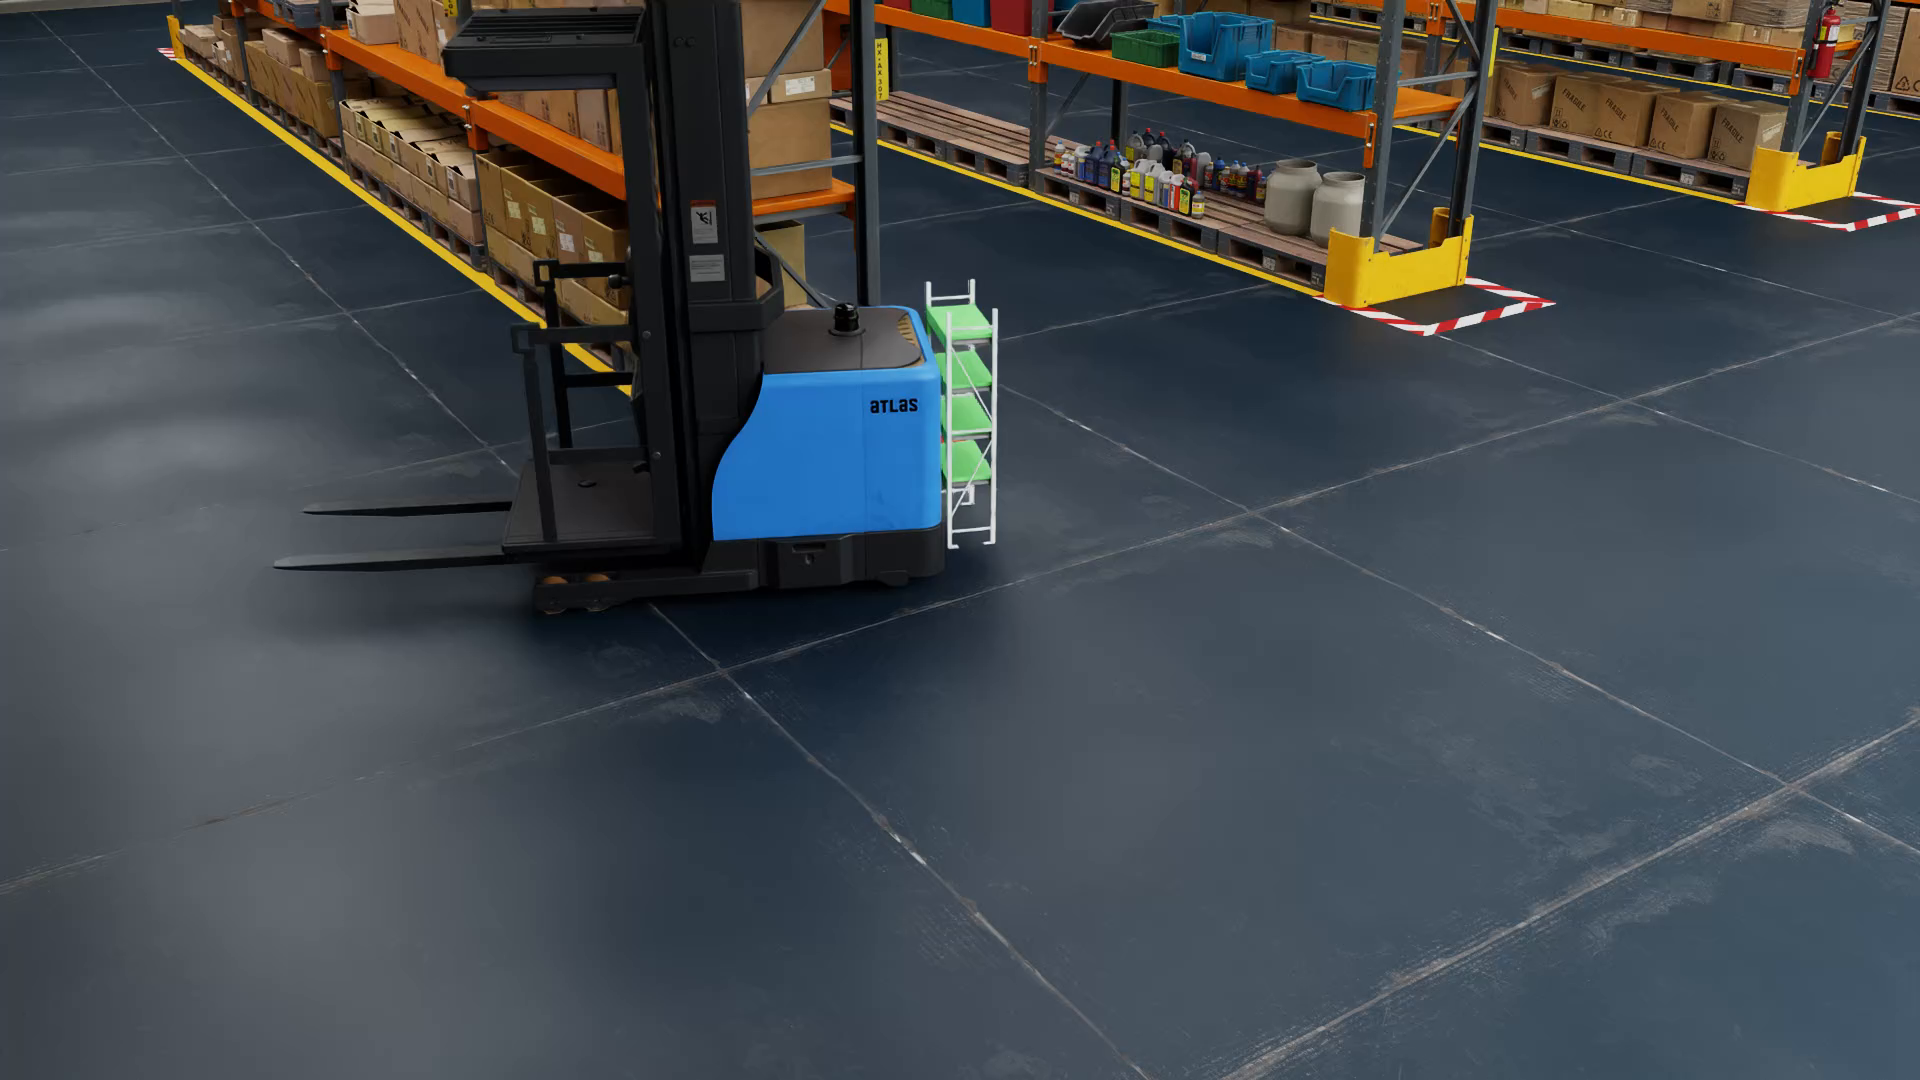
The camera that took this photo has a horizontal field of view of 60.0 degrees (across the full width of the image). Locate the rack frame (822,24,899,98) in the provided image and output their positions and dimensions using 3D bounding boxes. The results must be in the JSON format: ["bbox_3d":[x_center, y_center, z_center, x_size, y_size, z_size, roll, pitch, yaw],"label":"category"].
[{"bbox_3d":[-1.119,-6.020,17.489,1.000,3.000,0.127,-16,29,-30],"label":"rack frame"}]

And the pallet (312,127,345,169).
[{"bbox_3d":[-5.647,-3.882,16.226,1.003,0.211,1.213,-16,29,-30],"label":"pallet"}]

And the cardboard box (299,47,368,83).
[{"bbox_3d":[-6.013,-4.574,15.960,0.500,0.250,0.500,-14,29,-28],"label":"cardboard box"}]

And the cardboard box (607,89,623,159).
[{"bbox_3d":[-1.705,-2.587,10.098,0.700,0.500,0.500,-15,29,-29],"label":"cardboard box"}]

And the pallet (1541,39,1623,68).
[{"bbox_3d":[8.270,-6.298,21.343,1.003,0.211,1.213,-16,29,-30],"label":"pallet"}]

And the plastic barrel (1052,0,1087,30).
[{"bbox_3d":[1.107,-5.025,14.794,0.600,0.901,0.708,-16,29,-30],"label":"plastic barrel"}]

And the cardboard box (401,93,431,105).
[{"bbox_3d":[-4.779,-3.937,15.149,0.500,0.311,0.500,-15,29,-28],"label":"cardboard box"}]

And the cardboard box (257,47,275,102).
[{"bbox_3d":[-7.095,-4.949,17.631,0.500,0.500,0.500,-15,29,-29],"label":"cardboard box"}]

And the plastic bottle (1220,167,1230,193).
[{"bbox_3d":[2.223,-3.007,13.869,0.097,0.201,0.097,0,25,0],"label":"plastic bottle"}]

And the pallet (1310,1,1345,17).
[{"bbox_3d":[5.484,-8.186,25.343,1.003,0.211,1.213,-16,29,-30],"label":"pallet"}]

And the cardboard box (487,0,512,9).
[{"bbox_3d":[-2.840,-3.911,11.385,0.700,0.500,0.500,-15,29,-29],"label":"cardboard box"}]

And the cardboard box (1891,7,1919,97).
[{"bbox_3d":[10.701,-5.203,17.755,0.875,0.875,0.875,-16,30,-30],"label":"cardboard box"}]

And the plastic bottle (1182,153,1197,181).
[{"bbox_3d":[1.935,-3.129,14.030,0.061,0.283,0.133,-16,29,-30],"label":"plastic bottle"}]

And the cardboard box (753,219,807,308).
[{"bbox_3d":[-1.285,-1.713,10.216,0.500,0.500,0.500,-16,29,-30],"label":"cardboard box"}]

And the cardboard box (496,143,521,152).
[{"bbox_3d":[-3.374,-3.023,13.211,0.500,0.311,0.500,-16,30,-30],"label":"cardboard box"}]

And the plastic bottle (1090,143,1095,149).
[{"bbox_3d":[1.159,-3.260,14.308,0.061,0.283,0.133,-16,29,-30],"label":"plastic bottle"}]

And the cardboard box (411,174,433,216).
[{"bbox_3d":[-4.112,-2.828,13.456,0.500,0.250,0.500,-15,29,-28],"label":"cardboard box"}]

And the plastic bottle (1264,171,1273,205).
[{"bbox_3d":[2.519,-2.845,13.444,0.097,0.271,0.097,0,25,0],"label":"plastic bottle"}]

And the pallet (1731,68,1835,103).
[{"bbox_3d":[9.775,-5.312,19.256,1.003,0.211,1.213,-16,29,-30],"label":"pallet"}]

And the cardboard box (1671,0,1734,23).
[{"bbox_3d":[6.747,-4.847,14.538,0.875,0.500,0.500,-16,29,-30],"label":"cardboard box"}]

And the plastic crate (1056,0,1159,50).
[{"bbox_3d":[1.243,-4.345,14.012,0.767,0.338,0.504,-16,29,-30],"label":"plastic crate"}]

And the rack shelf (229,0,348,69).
[{"bbox_3d":[-6.363,-5.257,16.715,1.077,0.370,4.000,-16,29,-30],"label":"rack shelf"}]

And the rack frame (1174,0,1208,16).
[{"bbox_3d":[3.030,-7.174,19.934,1.000,3.000,0.127,-16,29,-30],"label":"rack frame"}]

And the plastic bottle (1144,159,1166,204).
[{"bbox_3d":[1.594,-2.919,13.507,0.144,0.351,0.185,-14,29,-27],"label":"plastic bottle"}]

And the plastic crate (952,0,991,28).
[{"bbox_3d":[0.201,-4.904,15.144,0.392,0.384,0.575,-16,29,-30],"label":"plastic crate"}]

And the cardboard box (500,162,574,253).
[{"bbox_3d":[-2.818,-2.306,11.472,0.500,0.500,0.500,-16,29,-30],"label":"cardboard box"}]

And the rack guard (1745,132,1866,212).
[{"bbox_3d":[7.356,-3.210,14.464,1.175,0.500,0.348,-16,29,-30],"label":"rack guard"}]

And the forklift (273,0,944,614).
[{"bbox_3d":[-1.632,-1.230,7.423,3.031,2.935,1.130,-3,25,-7],"label":"forklift"}]

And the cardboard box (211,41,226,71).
[{"bbox_3d":[-8.413,-5.687,19.417,0.500,0.311,0.500,-16,29,-30],"label":"cardboard box"}]

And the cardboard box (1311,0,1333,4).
[{"bbox_3d":[5.529,-8.270,24.690,0.500,0.500,0.500,-14,29,-27],"label":"cardboard box"}]

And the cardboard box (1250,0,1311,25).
[{"bbox_3d":[3.719,-6.162,19.324,0.500,0.250,0.500,-12,28,-24],"label":"cardboard box"}]

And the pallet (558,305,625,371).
[{"bbox_3d":[-2.019,-1.445,11.063,1.003,0.211,1.213,-16,29,-30],"label":"pallet"}]

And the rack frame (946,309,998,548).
[{"bbox_3d":[0.055,-0.518,7.941,0.240,1.200,0.015,-5,26,-11],"label":"rack frame"}]

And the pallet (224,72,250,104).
[{"bbox_3d":[-7.829,-5.283,19.193,1.003,0.211,1.213,-16,29,-30],"label":"pallet"}]

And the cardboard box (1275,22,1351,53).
[{"bbox_3d":[4.042,-5.611,19.036,0.700,0.500,0.500,-13,28,-25],"label":"cardboard box"}]

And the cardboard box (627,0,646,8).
[{"bbox_3d":[-1.469,-3.013,9.483,0.700,0.500,0.500,-16,30,-31],"label":"cardboard box"}]

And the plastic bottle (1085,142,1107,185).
[{"bbox_3d":[1.157,-3.205,14.113,0.144,0.351,0.185,-15,29,-28],"label":"plastic bottle"}]

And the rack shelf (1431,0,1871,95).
[{"bbox_3d":[6.306,-4.703,15.542,1.077,0.370,4.000,-16,29,-30],"label":"rack shelf"}]

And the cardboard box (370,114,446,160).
[{"bbox_3d":[-4.661,-3.443,14.101,0.500,0.311,0.500,-16,30,-31],"label":"cardboard box"}]

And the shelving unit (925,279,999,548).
[{"bbox_3d":[0.004,-0.619,8.157,0.258,1.200,0.503,-5,26,-11],"label":"shelving unit"}]

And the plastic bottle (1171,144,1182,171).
[{"bbox_3d":[1.886,-3.280,14.350,0.061,0.283,0.133,-13,28,-26],"label":"plastic bottle"}]

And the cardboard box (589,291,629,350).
[{"bbox_3d":[-2.002,-1.430,10.494,0.500,0.250,0.500,-16,29,-30],"label":"cardboard box"}]

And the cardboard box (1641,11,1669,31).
[{"bbox_3d":[6.373,-4.697,14.979,0.380,0.149,0.250,-16,29,-30],"label":"cardboard box"}]

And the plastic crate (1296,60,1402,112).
[{"bbox_3d":[2.724,-3.201,11.691,0.499,0.251,0.616,-16,29,-30],"label":"plastic crate"}]

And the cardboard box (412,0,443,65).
[{"bbox_3d":[-4.055,-4.128,13.363,0.500,0.500,0.500,-15,29,-29],"label":"cardboard box"}]

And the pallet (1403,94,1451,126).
[{"bbox_3d":[4.788,-4.761,18.088,1.003,0.211,1.213,-16,29,-30],"label":"pallet"}]

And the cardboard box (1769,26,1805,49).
[{"bbox_3d":[7.069,-4.253,14.040,0.380,0.149,0.250,-16,29,-30],"label":"cardboard box"}]

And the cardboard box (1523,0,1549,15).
[{"bbox_3d":[5.611,-5.122,15.880,0.380,0.149,0.250,-16,29,-30],"label":"cardboard box"}]

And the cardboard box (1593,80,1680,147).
[{"bbox_3d":[6.390,-4.034,15.718,0.500,0.500,0.500,-13,28,-25],"label":"cardboard box"}]

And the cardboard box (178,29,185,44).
[{"bbox_3d":[-9.698,-6.409,21.136,0.380,0.149,0.250,-16,29,-30],"label":"cardboard box"}]
